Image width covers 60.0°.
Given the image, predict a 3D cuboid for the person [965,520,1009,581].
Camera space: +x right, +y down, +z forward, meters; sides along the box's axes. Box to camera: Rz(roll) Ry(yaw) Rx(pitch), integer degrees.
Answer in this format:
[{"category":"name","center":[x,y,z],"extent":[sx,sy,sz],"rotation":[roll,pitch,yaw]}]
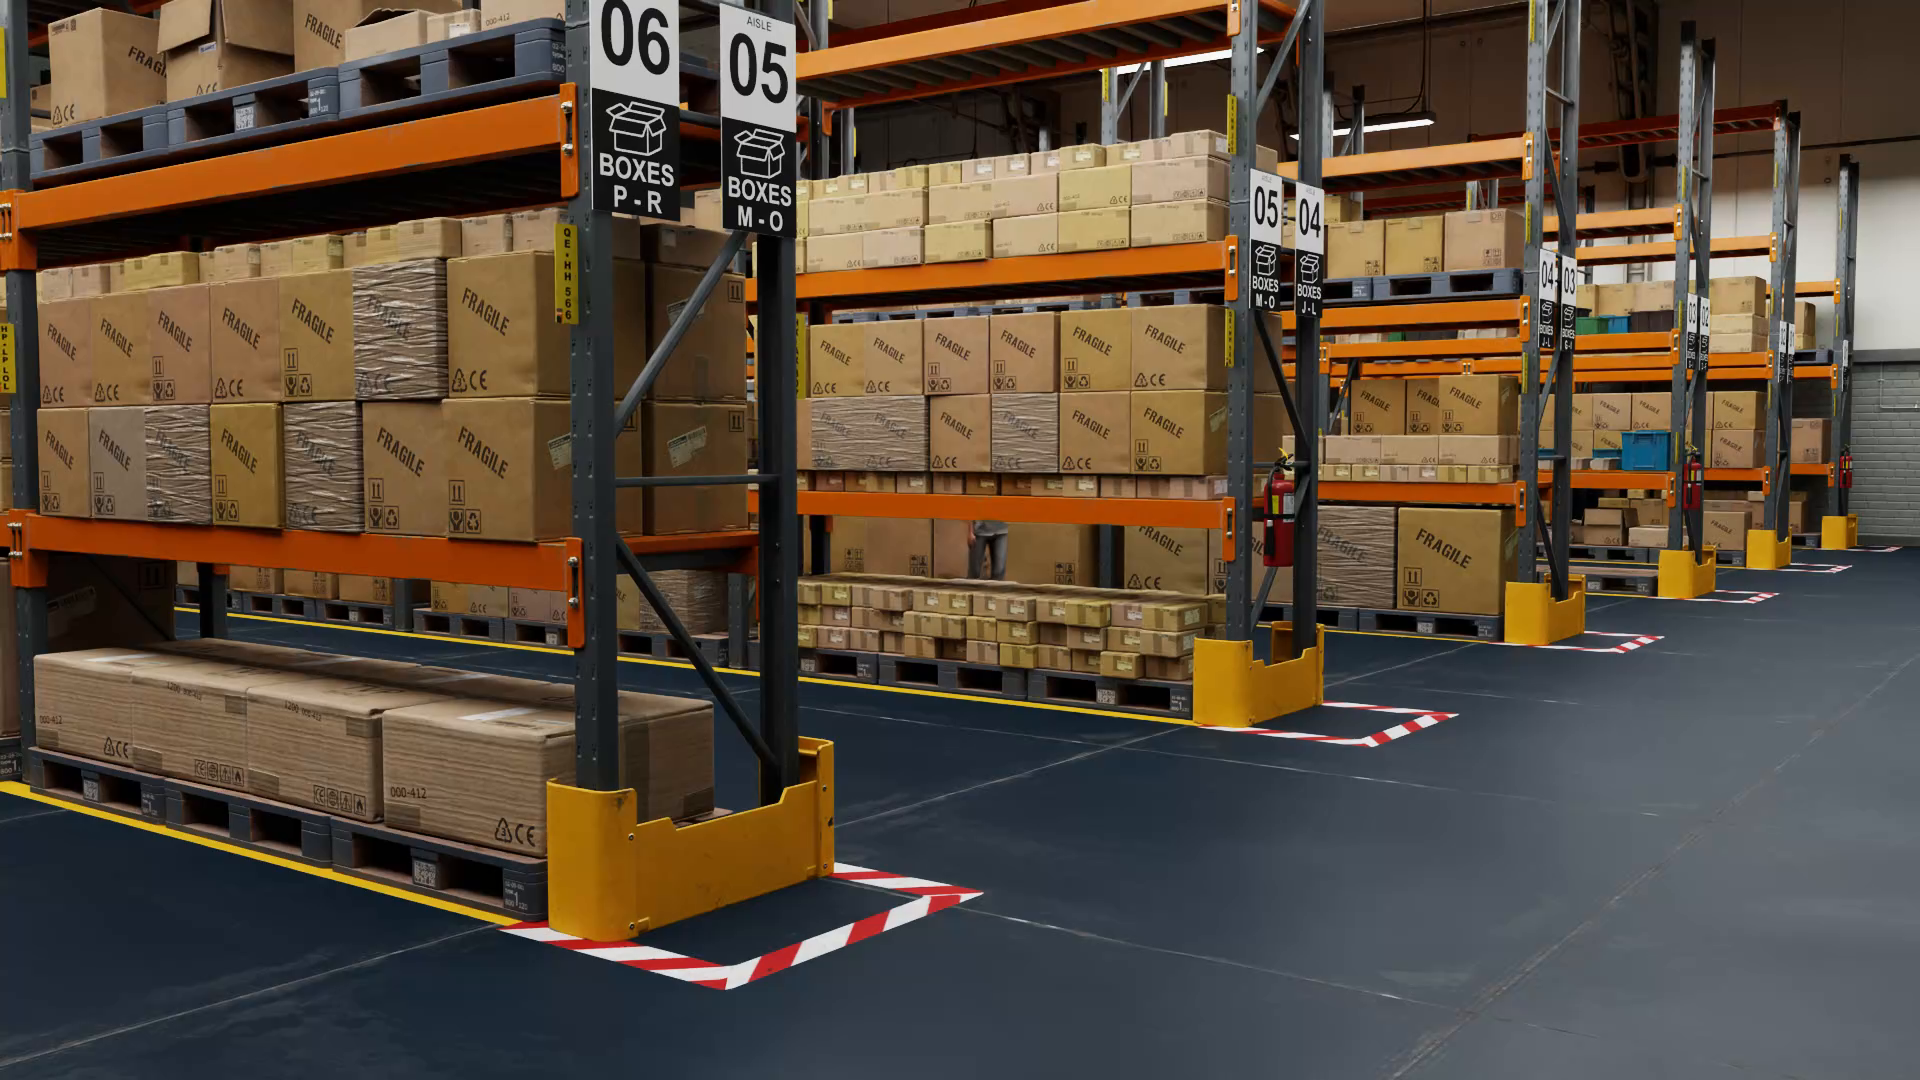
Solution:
[{"category":"person","center":[0.227,-0.043,15.040],"extent":[0.435,1.593,0.618],"rotation":[-2,4,-26]}]
